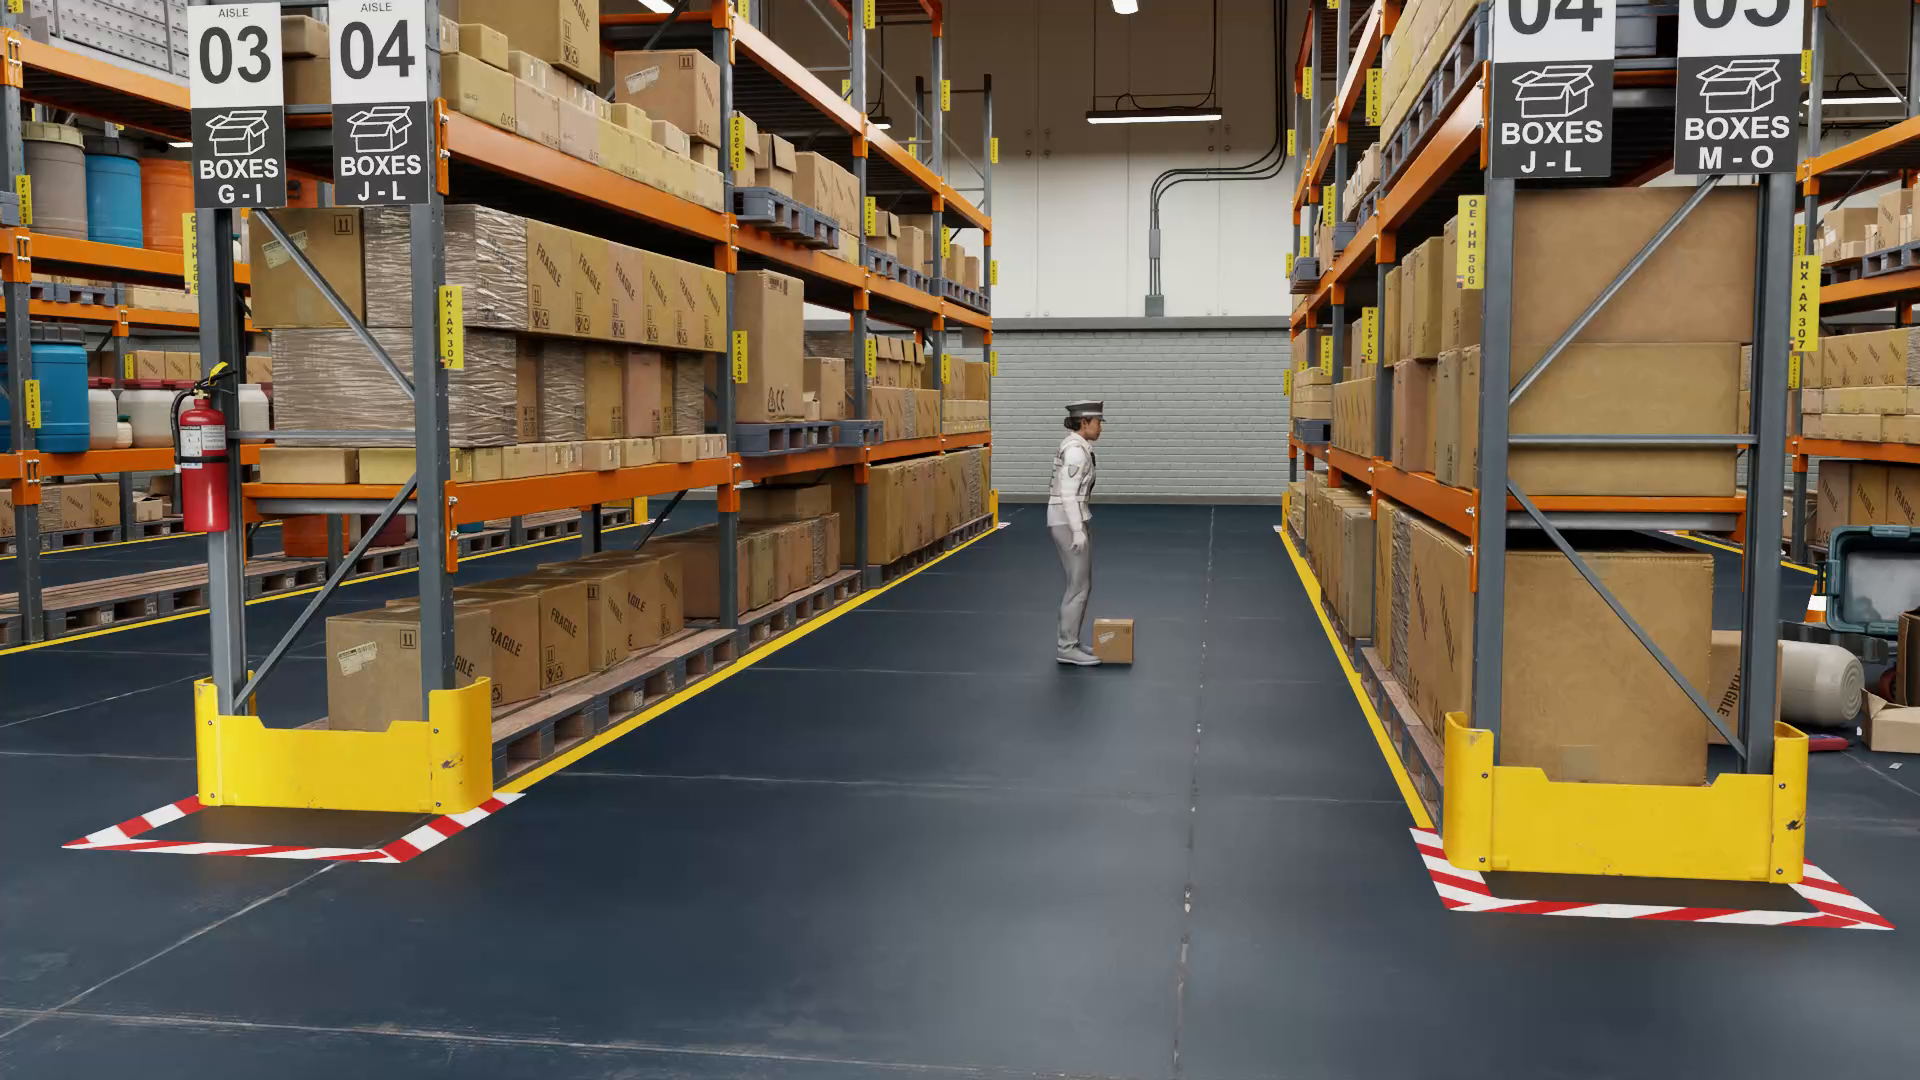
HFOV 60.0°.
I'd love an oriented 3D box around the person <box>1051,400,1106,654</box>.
[{"bbox_3d":[0.754,-0.089,10.603,0.342,1.600,0.503,1,5,7],"label":"person"}]
